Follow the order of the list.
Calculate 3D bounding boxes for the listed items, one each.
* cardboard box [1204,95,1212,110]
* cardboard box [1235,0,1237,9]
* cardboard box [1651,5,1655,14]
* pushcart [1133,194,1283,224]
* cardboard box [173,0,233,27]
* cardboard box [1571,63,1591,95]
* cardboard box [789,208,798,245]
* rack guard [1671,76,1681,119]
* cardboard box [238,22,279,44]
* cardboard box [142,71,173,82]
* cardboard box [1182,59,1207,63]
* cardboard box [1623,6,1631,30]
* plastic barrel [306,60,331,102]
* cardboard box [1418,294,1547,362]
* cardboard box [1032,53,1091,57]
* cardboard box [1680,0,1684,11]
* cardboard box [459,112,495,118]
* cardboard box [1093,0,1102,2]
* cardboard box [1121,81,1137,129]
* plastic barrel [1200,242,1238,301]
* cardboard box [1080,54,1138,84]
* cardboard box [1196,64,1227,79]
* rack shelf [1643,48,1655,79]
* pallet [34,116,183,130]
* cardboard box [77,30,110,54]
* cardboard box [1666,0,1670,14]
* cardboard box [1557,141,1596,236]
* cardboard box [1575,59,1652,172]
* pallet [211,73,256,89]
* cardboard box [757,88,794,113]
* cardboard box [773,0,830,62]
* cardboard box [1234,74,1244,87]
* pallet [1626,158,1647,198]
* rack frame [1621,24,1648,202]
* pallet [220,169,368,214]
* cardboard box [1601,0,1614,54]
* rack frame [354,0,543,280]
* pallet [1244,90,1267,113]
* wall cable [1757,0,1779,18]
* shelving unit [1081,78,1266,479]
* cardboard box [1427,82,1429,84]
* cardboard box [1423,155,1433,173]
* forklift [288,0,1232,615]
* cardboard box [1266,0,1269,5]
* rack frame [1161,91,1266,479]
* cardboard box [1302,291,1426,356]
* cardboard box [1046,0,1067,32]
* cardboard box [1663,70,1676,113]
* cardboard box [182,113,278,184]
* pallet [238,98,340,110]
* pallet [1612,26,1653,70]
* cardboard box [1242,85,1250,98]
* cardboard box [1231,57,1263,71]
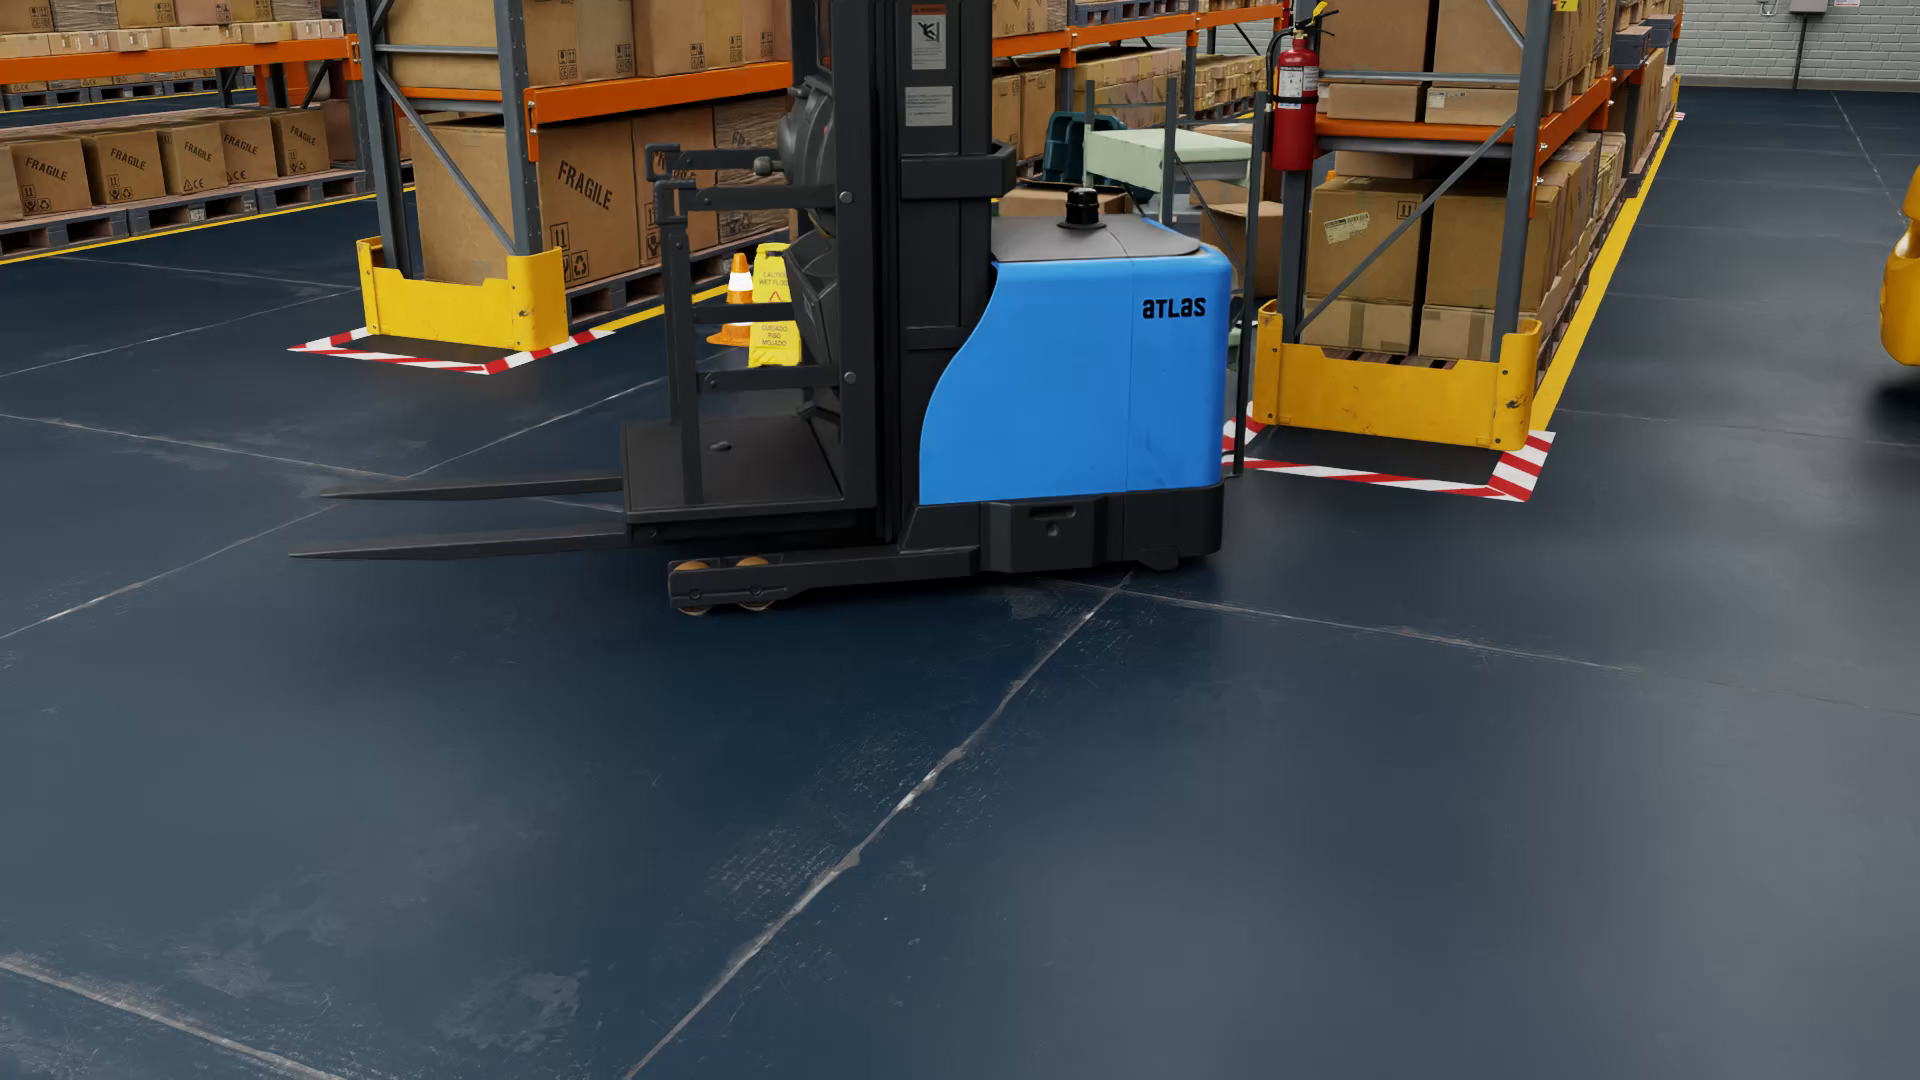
[{"bbox_3d":[2.774,-5.210,19.771,0.380,0.149,0.250,9,22,24],"label":"cardboard box"},{"bbox_3d":[3.200,-6.628,20.505,0.380,0.149,0.250,9,22,25],"label":"cardboard box"},{"bbox_3d":[5.572,-4.381,14.034,0.500,0.250,0.500,8,21,22],"label":"cardboard box"},{"bbox_3d":[1.404,-2.175,11.523,1.648,0.377,0.936,1,20,4],"label":"pushcart"},{"bbox_3d":[-6.127,-4.217,12.756,0.875,0.500,0.500,9,21,23],"label":"cardboard box"},{"bbox_3d":[3.033,-2.386,8.577,0.380,0.149,0.250,9,21,23],"label":"cardboard box"},{"bbox_3d":[-0.753,-1.970,10.758,0.500,0.500,0.500,13,23,32],"label":"cardboard box"},{"bbox_3d":[8.428,-5.611,21.001,1.175,0.500,0.348,9,21,23],"label":"rack guard"},{"bbox_3d":[-5.626,-4.014,13.153,0.380,0.149,0.250,9,21,23],"label":"cardboard box"},{"bbox_3d":[-11.654,-6.815,23.730,0.500,0.500,0.500,9,21,23],"label":"cardboard box"},{"bbox_3d":[2.965,-6.121,21.443,0.380,0.149,0.250,9,22,25],"label":"cardboard box"},{"bbox_3d":[4.129,-3.394,10.783,0.380,0.149,0.250,9,21,24],"label":"cardboard box"},{"bbox_3d":[-8.083,-5.738,20.713,0.421,0.512,0.421,0,20,0],"label":"plastic barrel"},{"bbox_3d":[2.449,-1.002,7.785,0.500,0.250,0.500,8,21,22],"label":"cardboard box"},{"bbox_3d":[1.045,-4.912,17.289,0.500,0.250,0.500,9,22,24],"label":"cardboard box"},{"bbox_3d":[8.462,-6.645,20.028,0.500,0.500,0.500,9,21,23],"label":"cardboard box"},{"bbox_3d":[-4.825,-4.002,15.819,0.700,0.500,0.500,7,21,18],"label":"cardboard box"},{"bbox_3d":[1.172,-5.338,16.249,0.380,0.149,0.250,10,22,25],"label":"cardboard box"},{"bbox_3d":[1.516,-4.498,17.243,0.500,0.500,0.500,8,21,21],"label":"cardboard box"},{"bbox_3d":[1.331,-1.516,9.600,0.421,0.421,0.512,-9,22,-24],"label":"plastic barrel"},{"bbox_3d":[1.510,-4.840,17.086,0.500,0.250,0.500,9,21,23],"label":"cardboard box"},{"bbox_3d":[3.043,-5.729,20.341,0.380,0.149,0.250,9,21,24],"label":"cardboard box"},{"bbox_3d":[5.961,-4.609,15.525,1.077,0.370,4.000,9,21,23],"label":"rack shelf"},{"bbox_3d":[-9.271,-4.459,18.191,1.003,0.211,1.213,9,21,23],"label":"pallet"},{"bbox_3d":[-6.335,-3.569,11.904,0.380,0.149,0.250,9,21,23],"label":"cardboard box"},{"bbox_3d":[6.826,-5.317,16.666,0.500,0.250,0.500,8,21,21],"label":"cardboard box"},{"bbox_3d":[3.300,-1.996,9.461,0.500,0.500,0.500,9,21,24],"label":"cardboard box"},{"bbox_3d":[5.501,-3.733,14.532,0.875,0.875,0.875,8,21,22],"label":"cardboard box"},{"bbox_3d":[-11.015,-7.175,25.829,1.003,0.211,1.213,9,21,23],"label":"pallet"},{"bbox_3d":[-1.375,-2.776,11.842,0.875,0.875,0.875,9,21,24],"label":"cardboard box"},{"bbox_3d":[-1.398,-3.547,11.241,0.875,0.550,0.550,9,21,23],"label":"cardboard box"},{"bbox_3d":[3.372,-5.829,21.068,0.380,0.149,0.250,10,22,25],"label":"cardboard box"},{"bbox_3d":[5.534,-3.253,14.801,1.003,0.211,1.213,9,21,23],"label":"pallet"},{"bbox_3d":[5.142,-4.336,13.685,1.000,3.000,0.127,9,21,23],"label":"rack frame"},{"bbox_3d":[-5.780,-2.949,13.947,1.003,0.211,1.213,9,21,23],"label":"pallet"},{"bbox_3d":[3.344,-2.972,9.257,0.500,0.500,0.500,9,22,25],"label":"cardboard box"},{"bbox_3d":[-2.691,-2.539,8.631,1.000,3.000,0.127,9,21,23],"label":"rack frame"},{"bbox_3d":[3.465,-5.850,22.102,1.003,0.211,1.213,9,21,23],"label":"pallet"},{"bbox_3d":[12.004,-8.796,24.710,0.588,1.984,0.122,9,21,23],"label":"wall cable"},{"bbox_3d":[0.821,-1.057,6.702,0.431,1.500,0.755,-7,21,-18],"label":"shelving unit"},{"bbox_3d":[2.029,-2.167,7.960,0.380,0.149,0.250,9,21,24],"label":"cardboard box"},{"bbox_3d":[2.151,-1.930,8.310,0.380,0.149,0.250,9,21,24],"label":"cardboard box"},{"bbox_3d":[-0.676,-1.336,5.351,3.031,2.935,1.130,-4,20,-11],"label":"forklift"},{"bbox_3d":[3.849,-7.102,21.838,0.380,0.149,0.250,9,21,23],"label":"cardboard box"},{"bbox_3d":[0.944,-0.941,6.378,0.400,1.500,0.023,-7,21,-18],"label":"rack frame"},{"bbox_3d":[1.961,-1.084,8.018,0.500,0.250,0.500,8,21,22],"label":"cardboard box"},{"bbox_3d":[0.645,-4.857,15.000,0.500,0.500,0.500,9,21,23],"label":"cardboard box"},{"bbox_3d":[7.872,-5.276,19.525,0.875,0.438,0.875,9,22,24],"label":"cardboard box"},{"bbox_3d":[-5.965,-3.200,13.595,0.500,0.500,0.500,17,26,40],"label":"cardboard box"},{"bbox_3d":[-8.133,-5.308,20.581,1.003,0.211,1.213,9,21,23],"label":"pallet"},{"bbox_3d":[3.950,-3.237,10.880,1.003,0.211,1.213,9,21,23],"label":"pallet"},{"bbox_3d":[3.499,-5.770,21.344,0.380,0.149,0.250,8,21,20],"label":"cardboard box"},{"bbox_3d":[3.730,-6.203,21.674,0.380,0.149,0.250,8,21,21],"label":"cardboard box"}]
